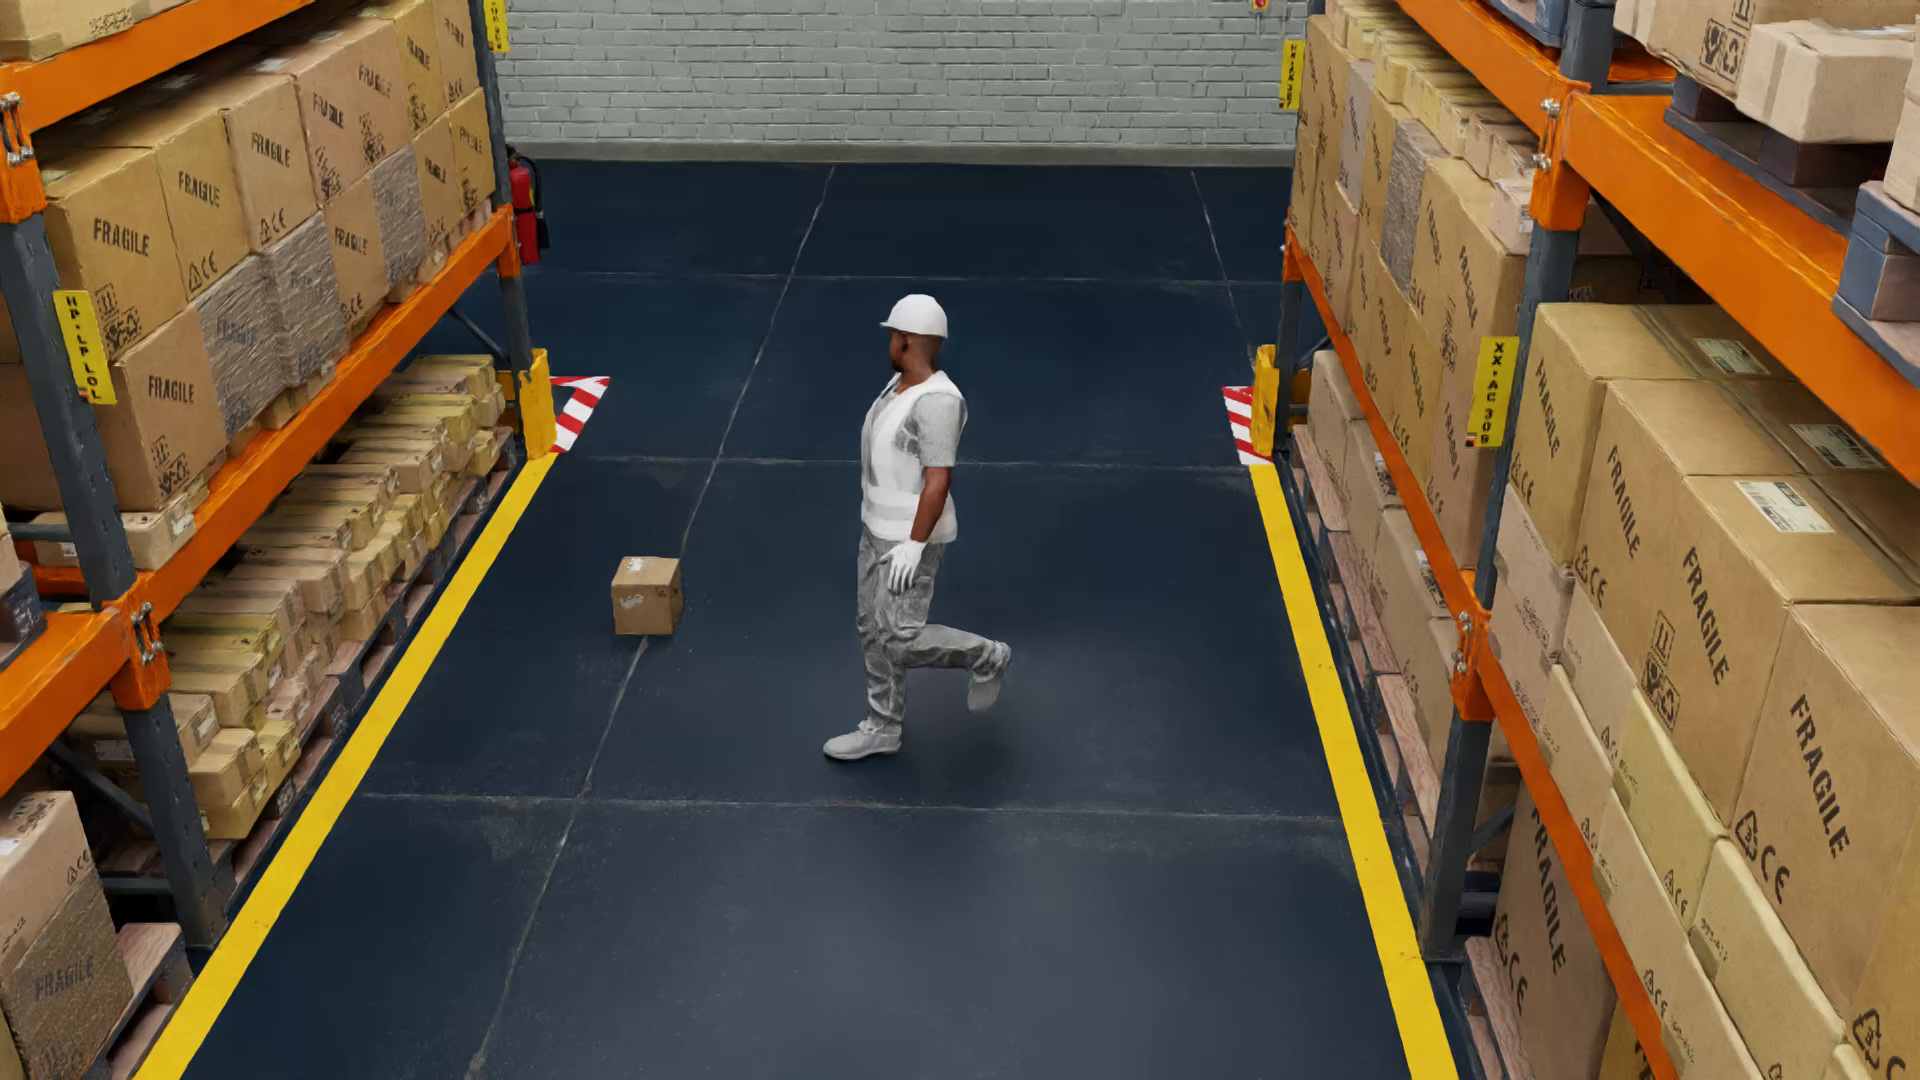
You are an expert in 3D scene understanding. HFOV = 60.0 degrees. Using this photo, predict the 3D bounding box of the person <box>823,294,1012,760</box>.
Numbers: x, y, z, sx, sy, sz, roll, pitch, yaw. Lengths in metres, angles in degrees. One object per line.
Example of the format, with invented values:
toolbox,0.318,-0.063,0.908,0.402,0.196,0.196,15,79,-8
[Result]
person,-0.200,-0.035,6.225,0.766,1.726,0.619,-8,29,-16
